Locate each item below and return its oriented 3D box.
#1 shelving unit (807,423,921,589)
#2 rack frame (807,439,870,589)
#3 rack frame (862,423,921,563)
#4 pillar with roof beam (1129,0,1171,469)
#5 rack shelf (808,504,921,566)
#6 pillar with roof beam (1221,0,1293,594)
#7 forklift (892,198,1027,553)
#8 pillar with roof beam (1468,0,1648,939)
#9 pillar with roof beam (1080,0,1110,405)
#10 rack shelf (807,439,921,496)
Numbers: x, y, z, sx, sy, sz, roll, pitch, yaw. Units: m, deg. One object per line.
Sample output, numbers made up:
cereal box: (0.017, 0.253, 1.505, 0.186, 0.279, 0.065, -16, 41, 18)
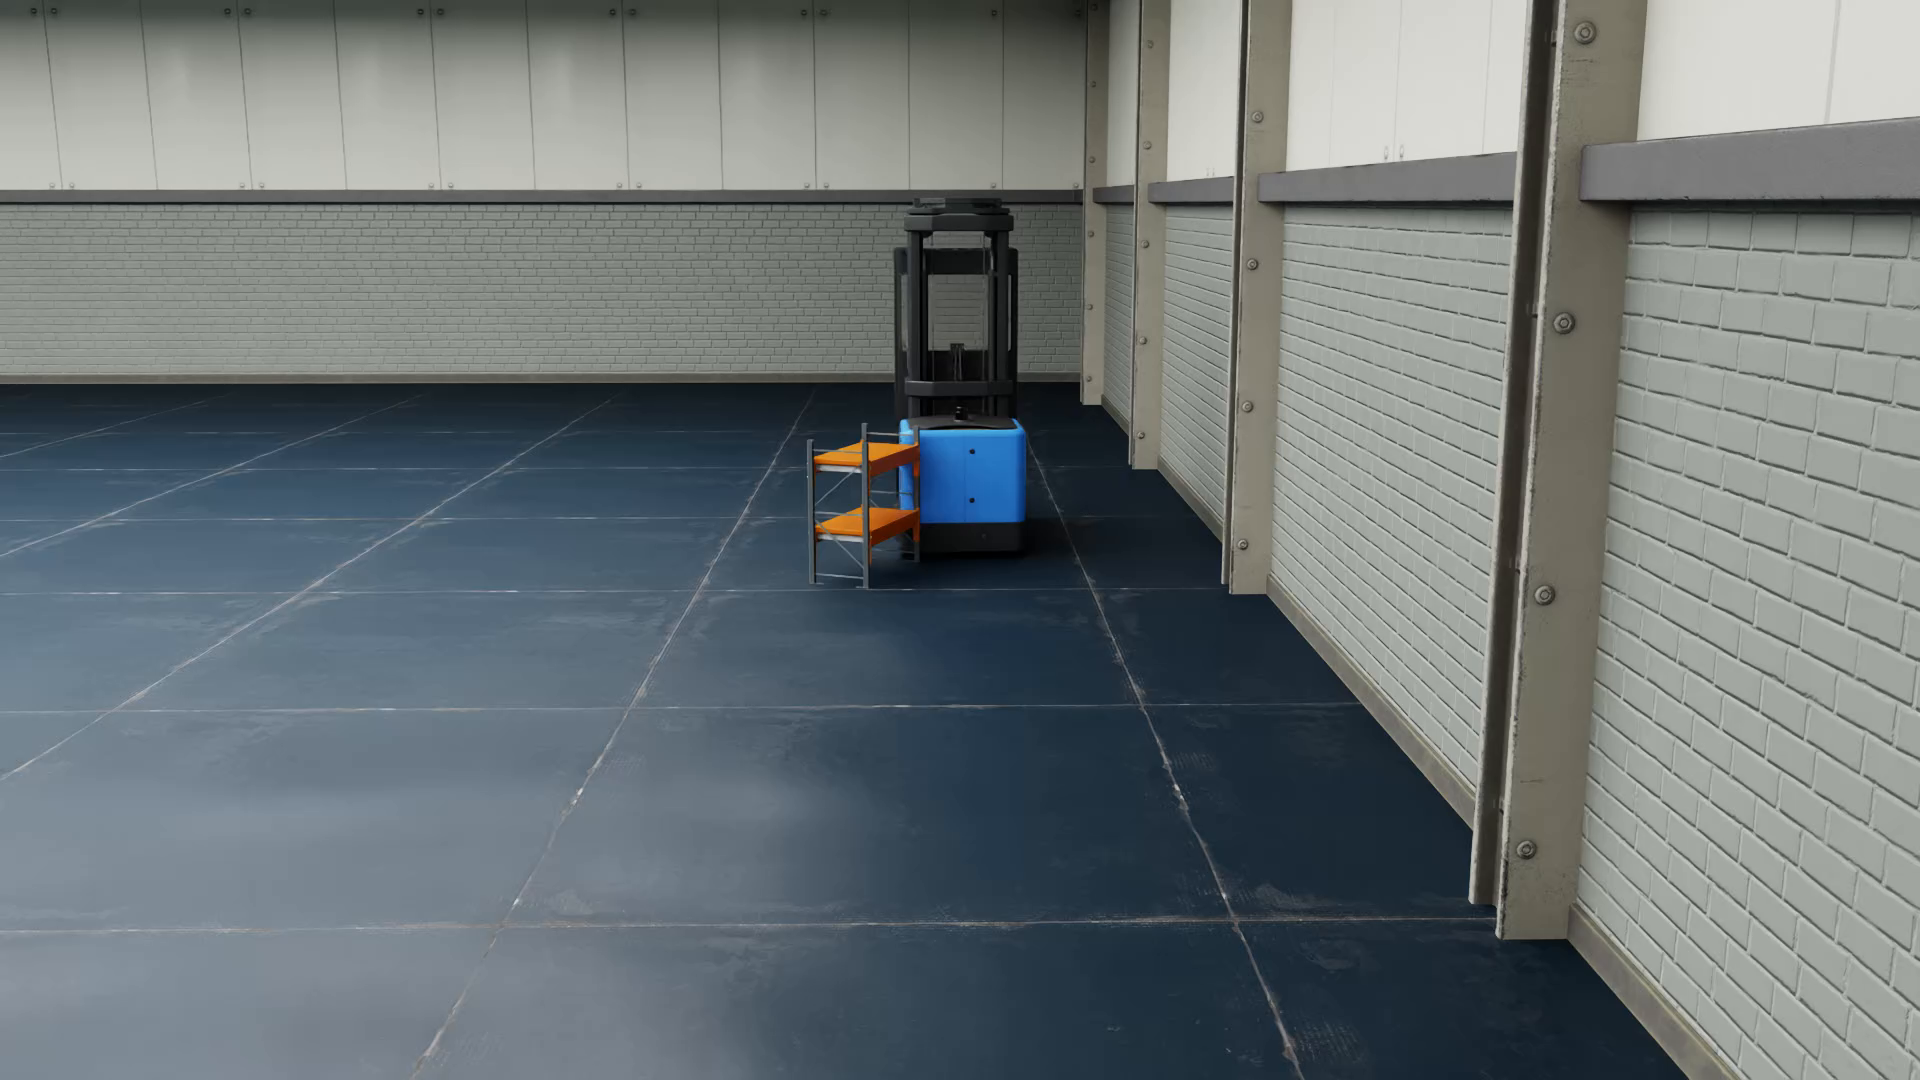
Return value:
shelving unit: (-0.745, -0.291, 13.166, 0.538, 1.125, 1.048, 4, 12, 21)
rack frame: (-0.927, -0.197, 12.700, 0.500, 1.125, 0.032, 4, 12, 21)
rack frame: (-0.564, -0.386, 13.631, 0.500, 1.125, 0.032, 4, 12, 21)
pillar with roof beam: (-2.238, -5.217, 17.641, 9.100, 9.000, 0.400, 0, 11, -1)
rack shelf: (-0.745, -0.052, 13.214, 0.538, 0.278, 1.000, 4, 12, 21)
pillar with roof beam: (-2.114, -4.024, 11.762, 9.100, 9.000, 0.400, 0, 11, -1)
forklift: (-0.053, -1.571, 14.931, 1.130, 2.935, 3.031, -1, 11, -3)
pillar with roof beam: (-1.990, -2.831, 5.883, 9.100, 9.000, 0.400, 0, 11, -1)
pillar with roof beam: (-2.362, -6.410, 23.520, 9.100, 9.000, 0.400, 0, 11, -1)
rack shelf: (-0.745, -0.578, 13.107, 0.538, 0.278, 1.000, 4, 12, 21)
